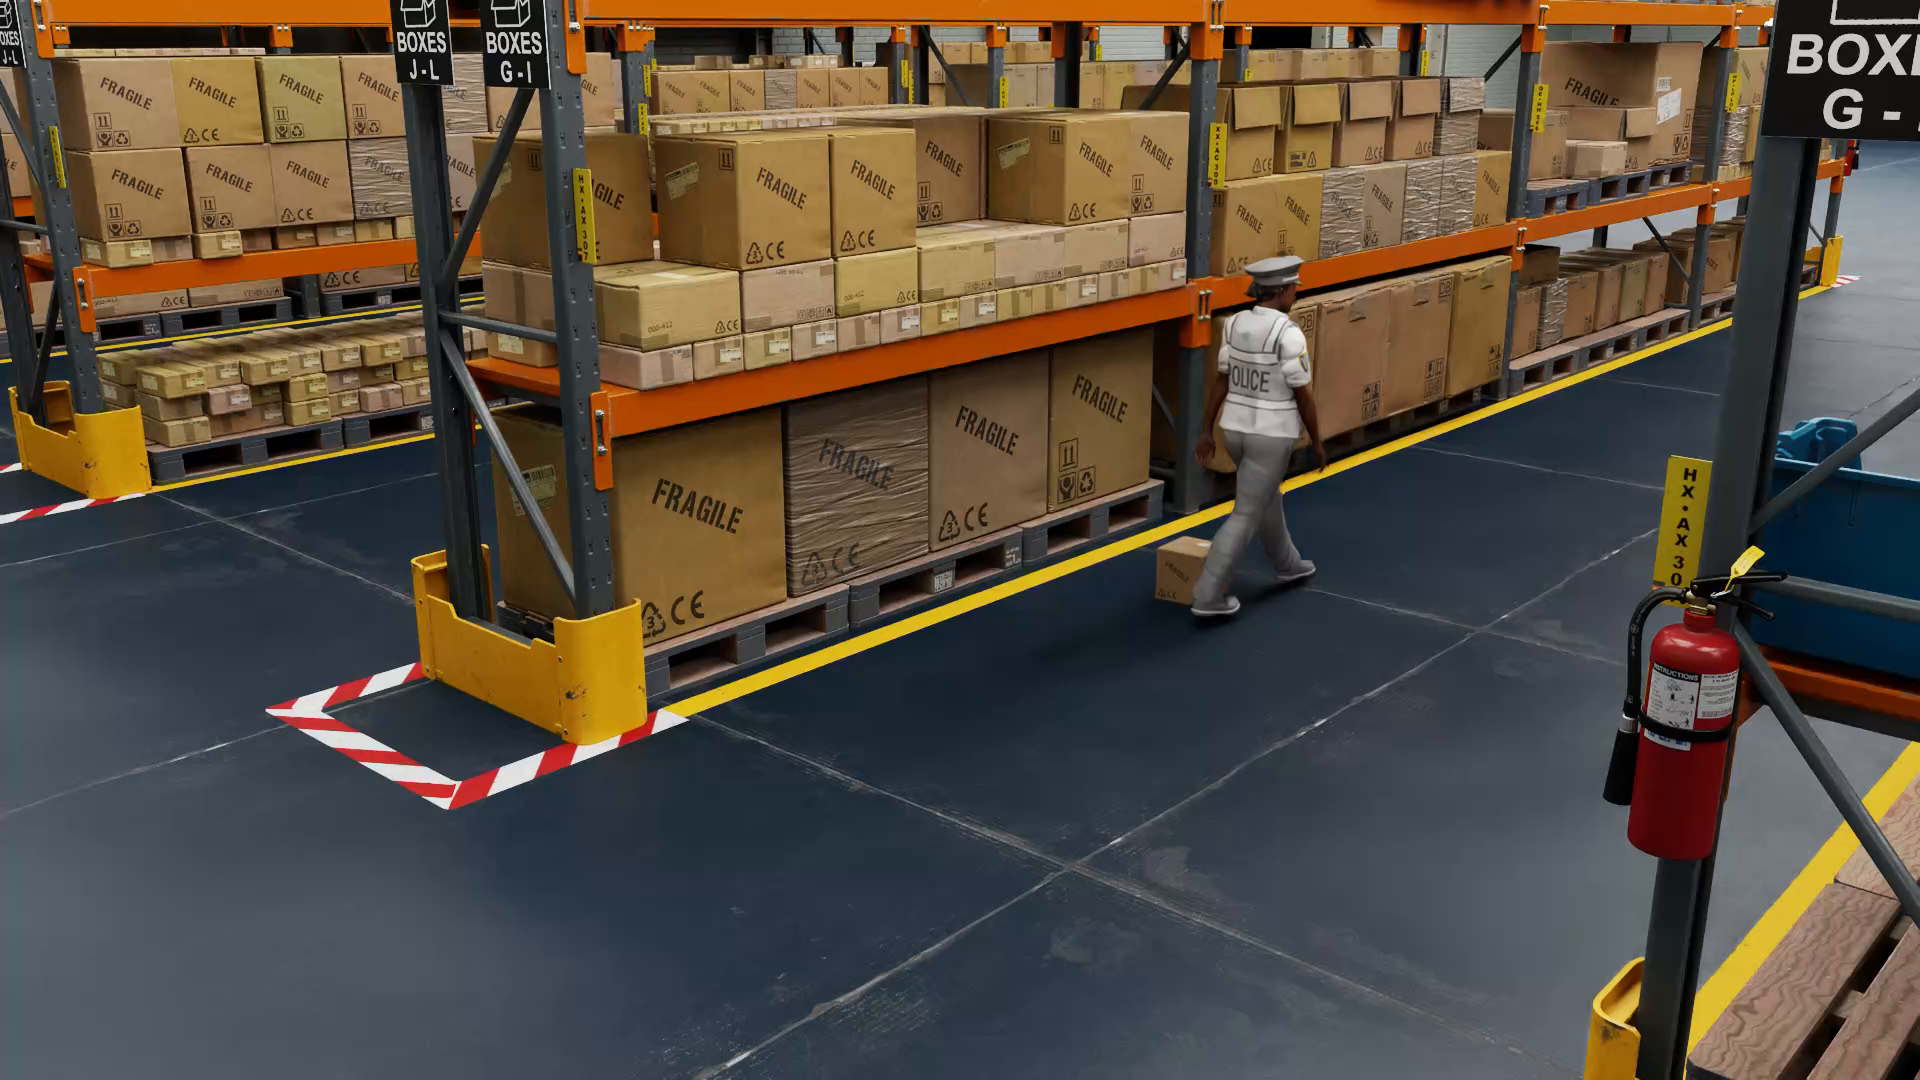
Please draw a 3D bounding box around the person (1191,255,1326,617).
[{"bbox_3d":[1.439,-0.491,7.610,0.963,1.606,0.499,-11,20,-32],"label":"person"}]
